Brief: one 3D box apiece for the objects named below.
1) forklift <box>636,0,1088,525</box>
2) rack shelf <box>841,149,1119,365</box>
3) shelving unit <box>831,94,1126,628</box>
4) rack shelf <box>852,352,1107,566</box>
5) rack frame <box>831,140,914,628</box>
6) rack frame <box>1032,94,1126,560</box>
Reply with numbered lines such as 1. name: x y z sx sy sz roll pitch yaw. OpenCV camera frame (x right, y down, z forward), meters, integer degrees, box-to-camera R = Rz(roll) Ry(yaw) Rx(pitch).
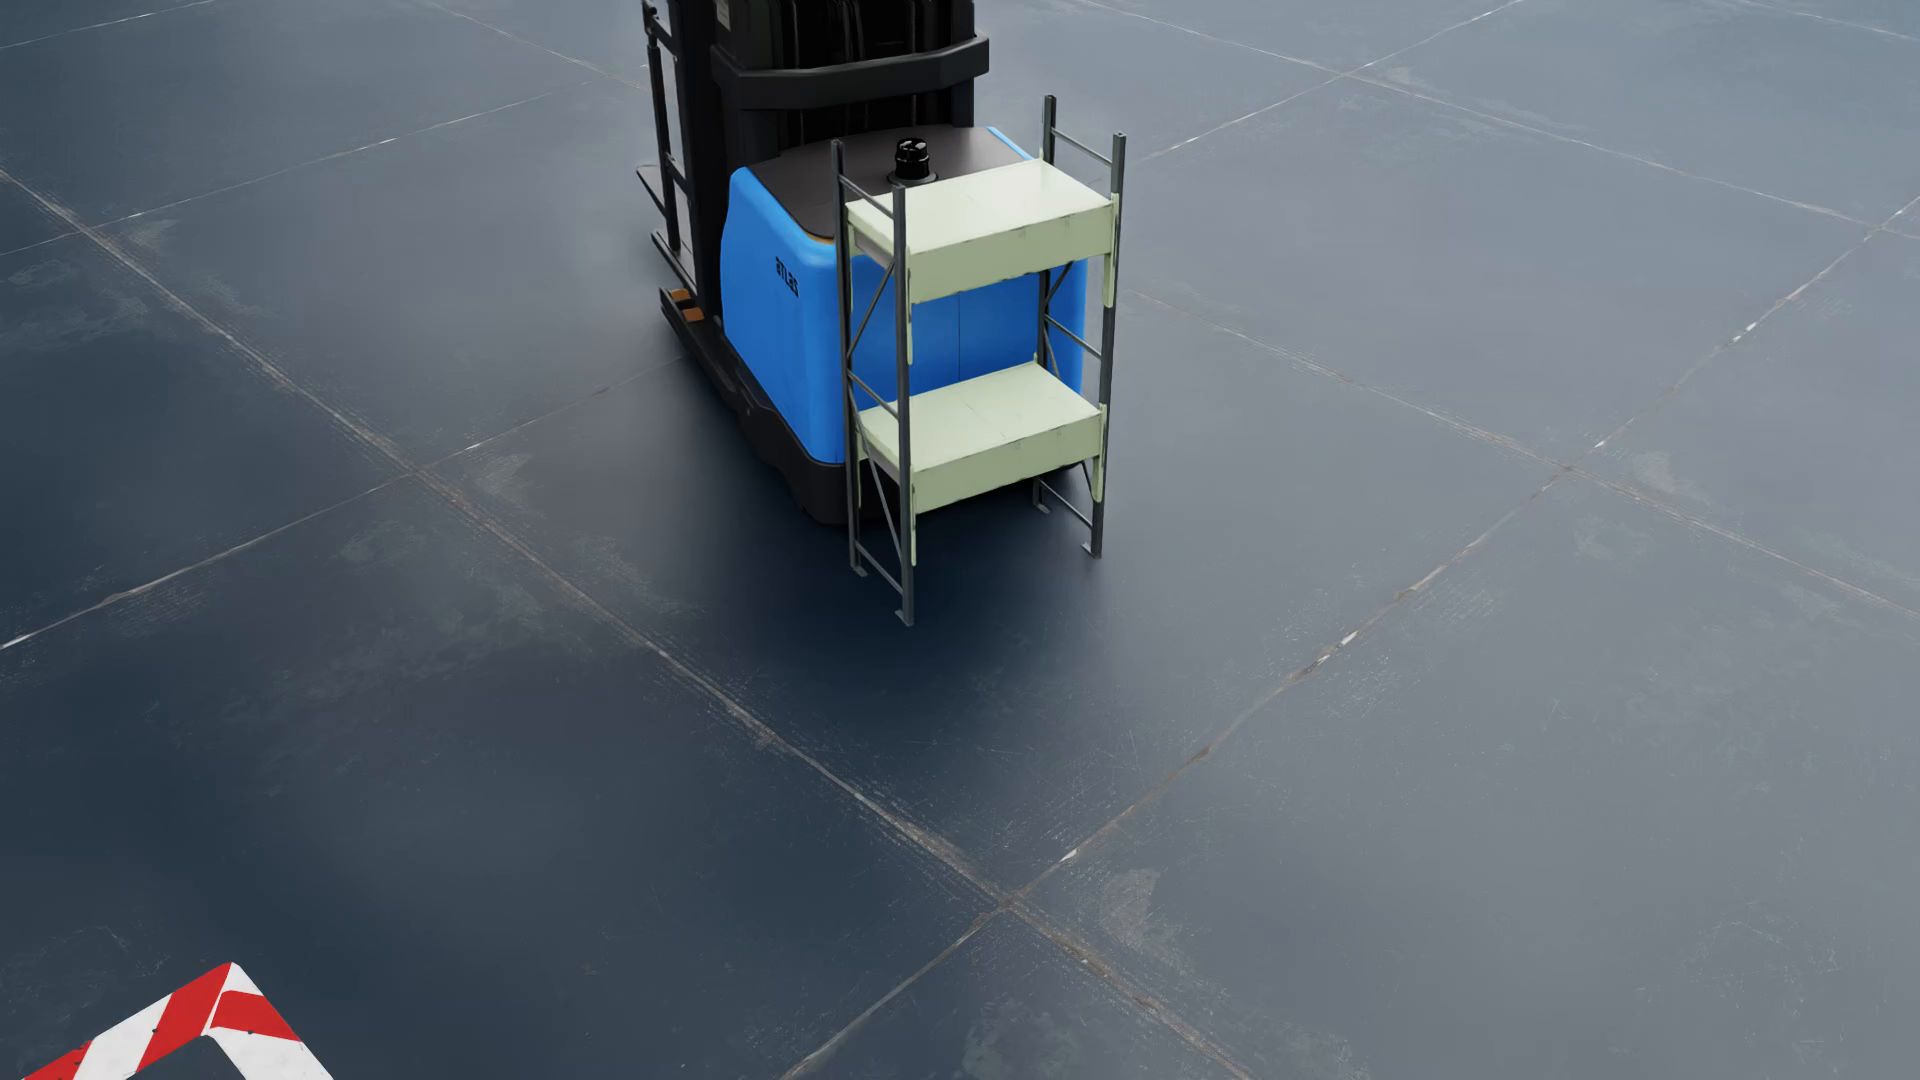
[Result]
1. forklift: -0.614 -2.087 6.181 1.130 2.935 3.031 -14 37 -20
2. rack shelf: 0.055 -0.862 4.993 0.720 0.370 0.431 -19 39 -25
3. shelving unit: 0.055 -0.542 5.216 0.755 1.500 0.431 -19 39 -25
4. rack shelf: 0.055 -0.274 5.402 0.720 0.370 0.431 -19 39 -25
5. rack frame: -0.259 -0.435 5.062 0.023 1.500 0.400 -19 39 -25
6. rack frame: 0.370 -0.649 5.369 0.023 1.500 0.400 -19 39 -25
